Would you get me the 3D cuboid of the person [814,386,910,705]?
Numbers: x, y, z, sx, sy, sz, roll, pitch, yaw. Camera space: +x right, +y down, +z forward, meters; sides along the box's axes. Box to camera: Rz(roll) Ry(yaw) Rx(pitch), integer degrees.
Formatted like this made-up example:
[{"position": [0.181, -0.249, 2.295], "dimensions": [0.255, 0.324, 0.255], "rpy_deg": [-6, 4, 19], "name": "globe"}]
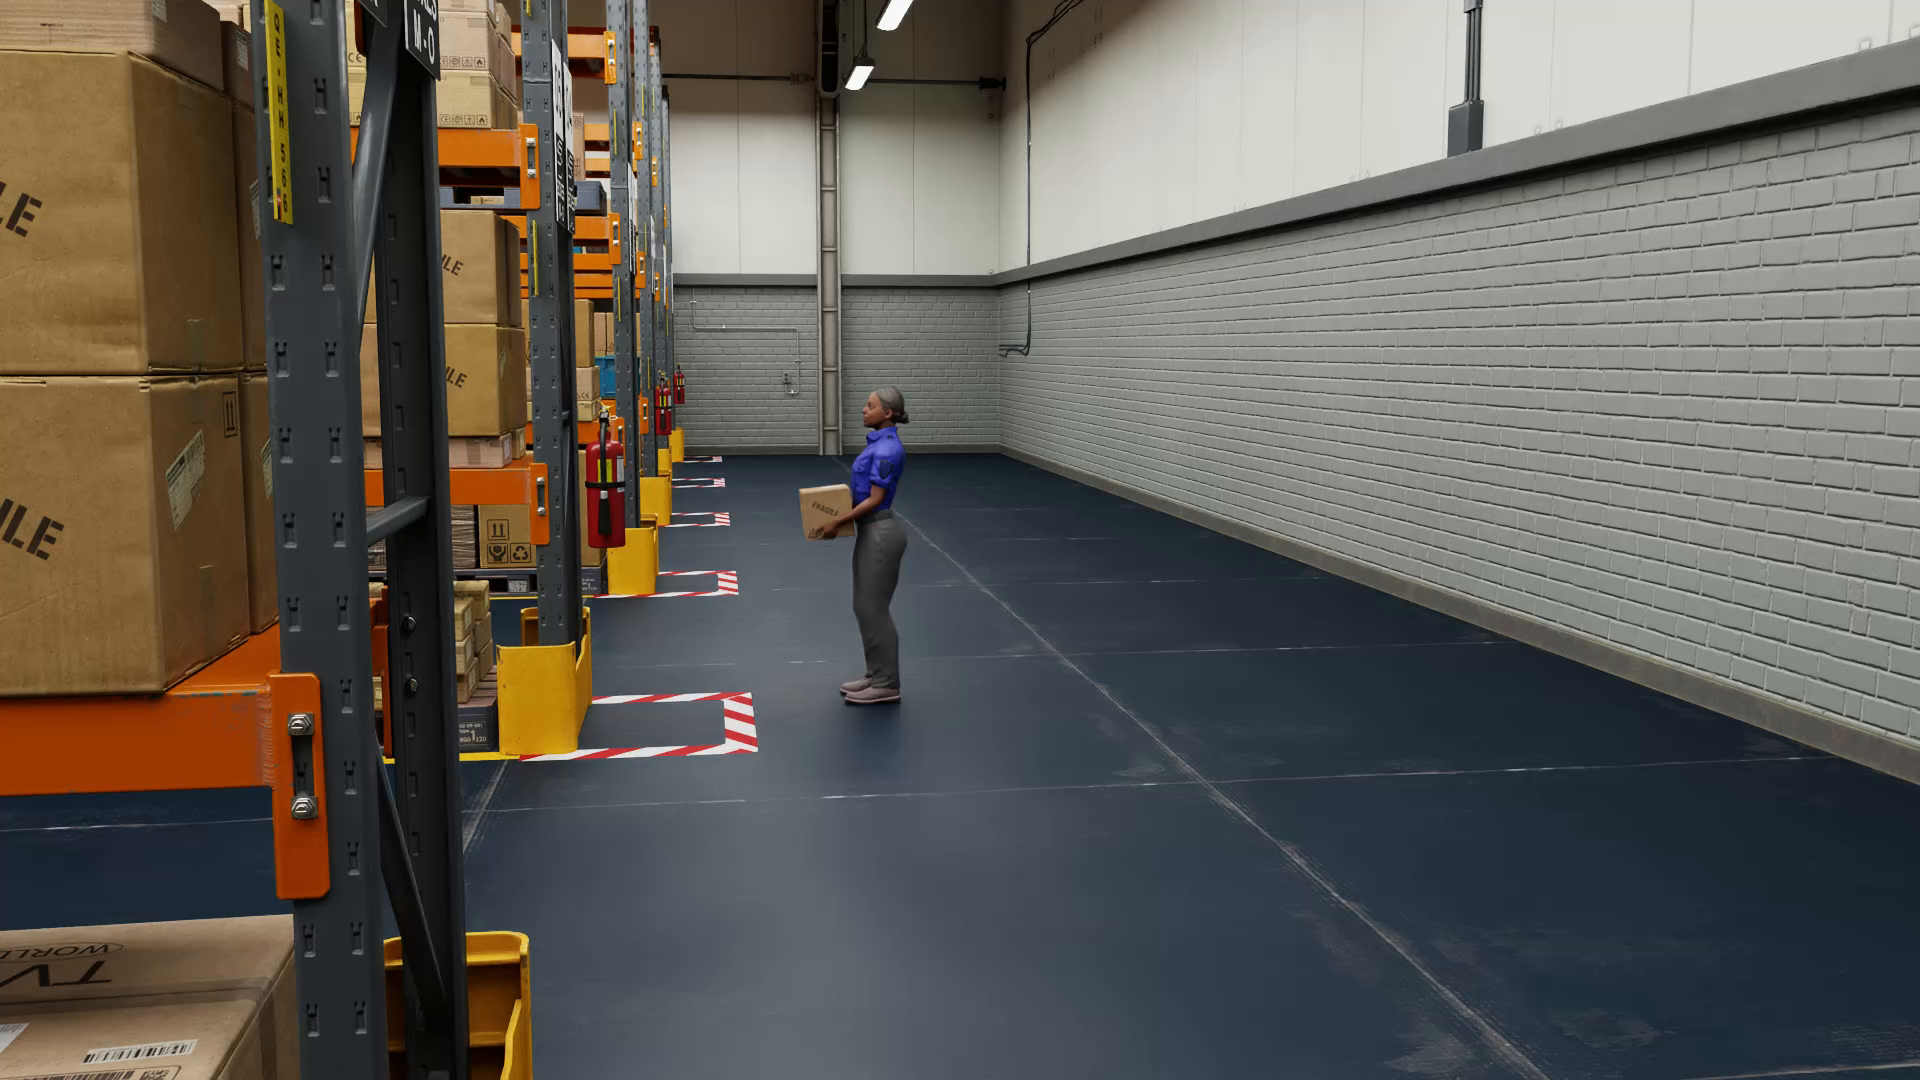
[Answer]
[{"position": [-0.517, 0.026, 8.710], "dimensions": [0.512, 1.637, 0.452], "rpy_deg": [-1, 7, -9], "name": "person"}]
